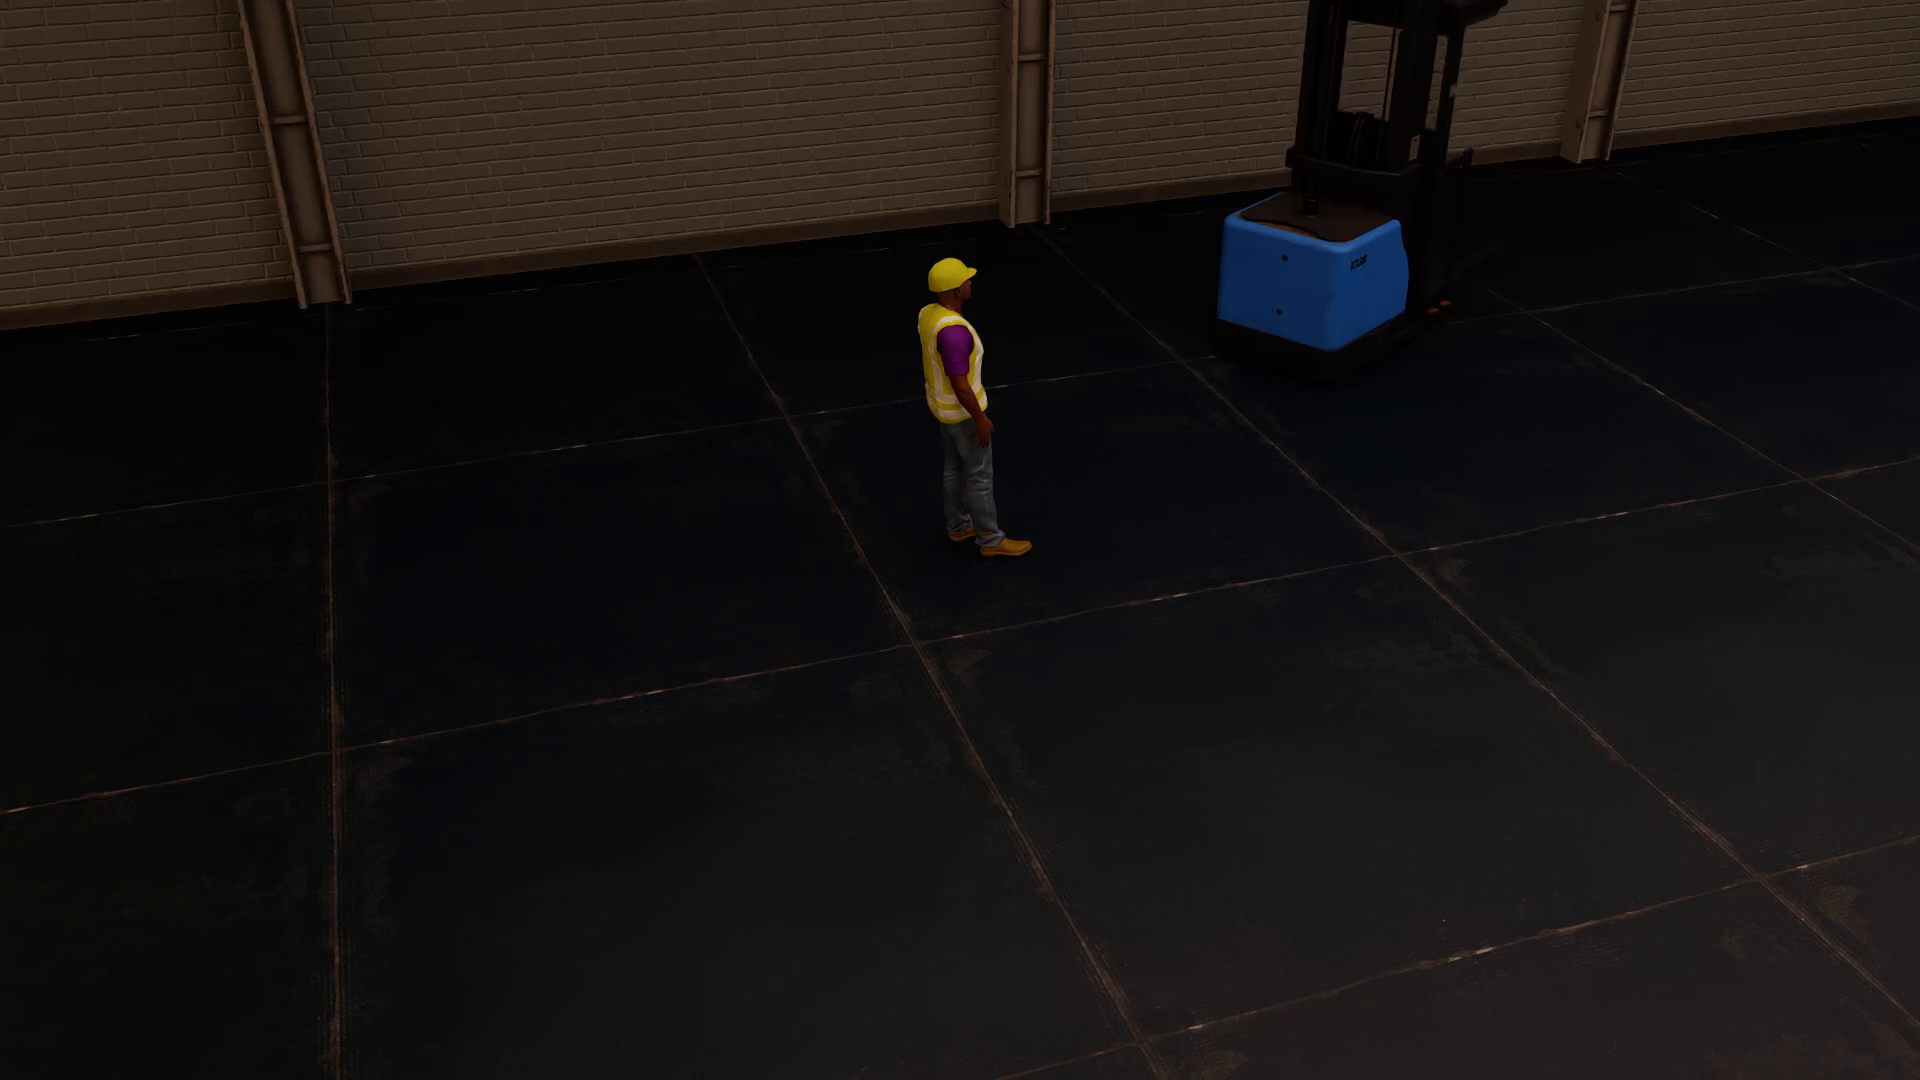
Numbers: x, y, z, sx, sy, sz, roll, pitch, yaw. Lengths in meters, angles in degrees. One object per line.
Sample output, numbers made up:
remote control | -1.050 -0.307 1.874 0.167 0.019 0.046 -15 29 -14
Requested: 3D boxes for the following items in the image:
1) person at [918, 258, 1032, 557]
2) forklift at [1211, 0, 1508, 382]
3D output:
person | 0.068 -0.780 9.596 0.575 1.768 0.665 -10 31 -16
forklift | 3.224 -3.048 12.385 1.130 2.935 3.031 24 37 35
